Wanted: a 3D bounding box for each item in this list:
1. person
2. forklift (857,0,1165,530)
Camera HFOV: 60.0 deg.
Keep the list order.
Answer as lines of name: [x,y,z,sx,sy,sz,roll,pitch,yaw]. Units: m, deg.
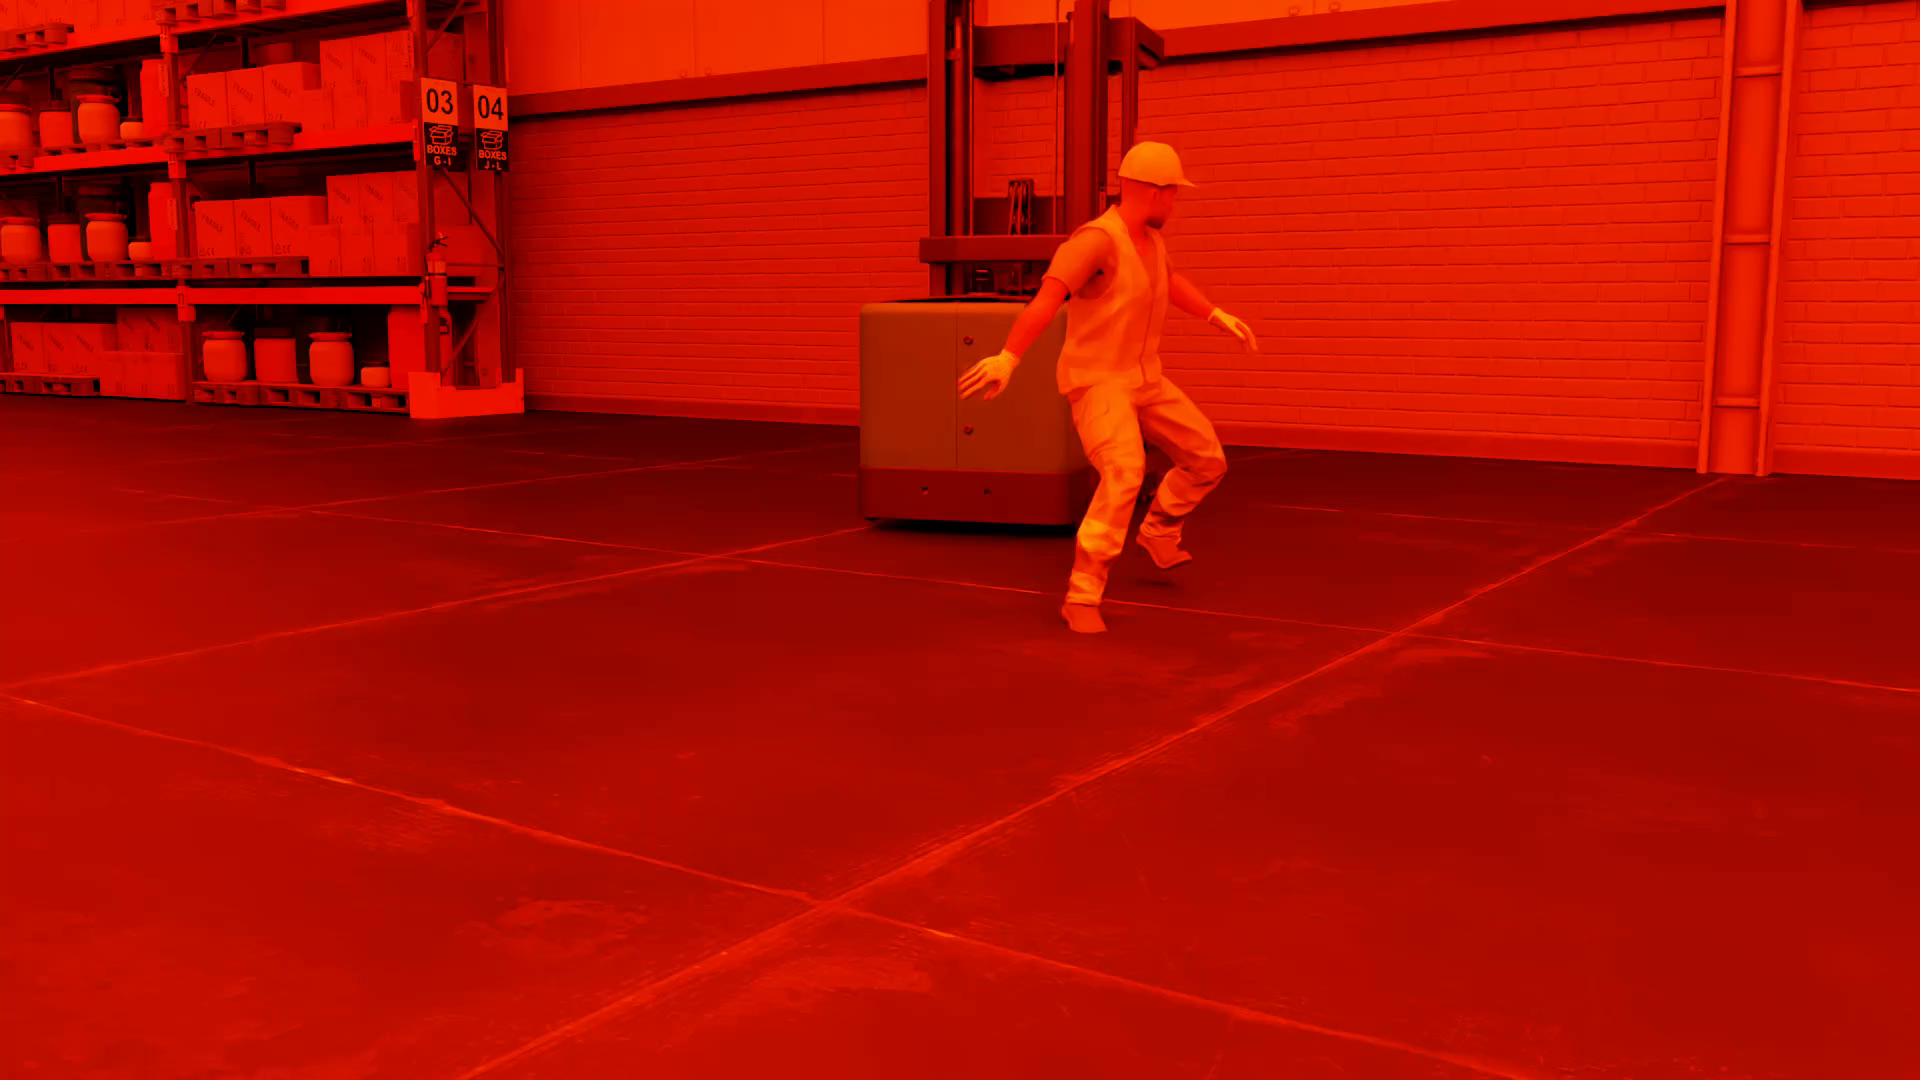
person: [0.543,-0.523,5.792,0.560,1.684,1.200,7,11,41]
forklift: [0.461,-1.669,8.928,1.130,2.935,3.031,3,9,18]
